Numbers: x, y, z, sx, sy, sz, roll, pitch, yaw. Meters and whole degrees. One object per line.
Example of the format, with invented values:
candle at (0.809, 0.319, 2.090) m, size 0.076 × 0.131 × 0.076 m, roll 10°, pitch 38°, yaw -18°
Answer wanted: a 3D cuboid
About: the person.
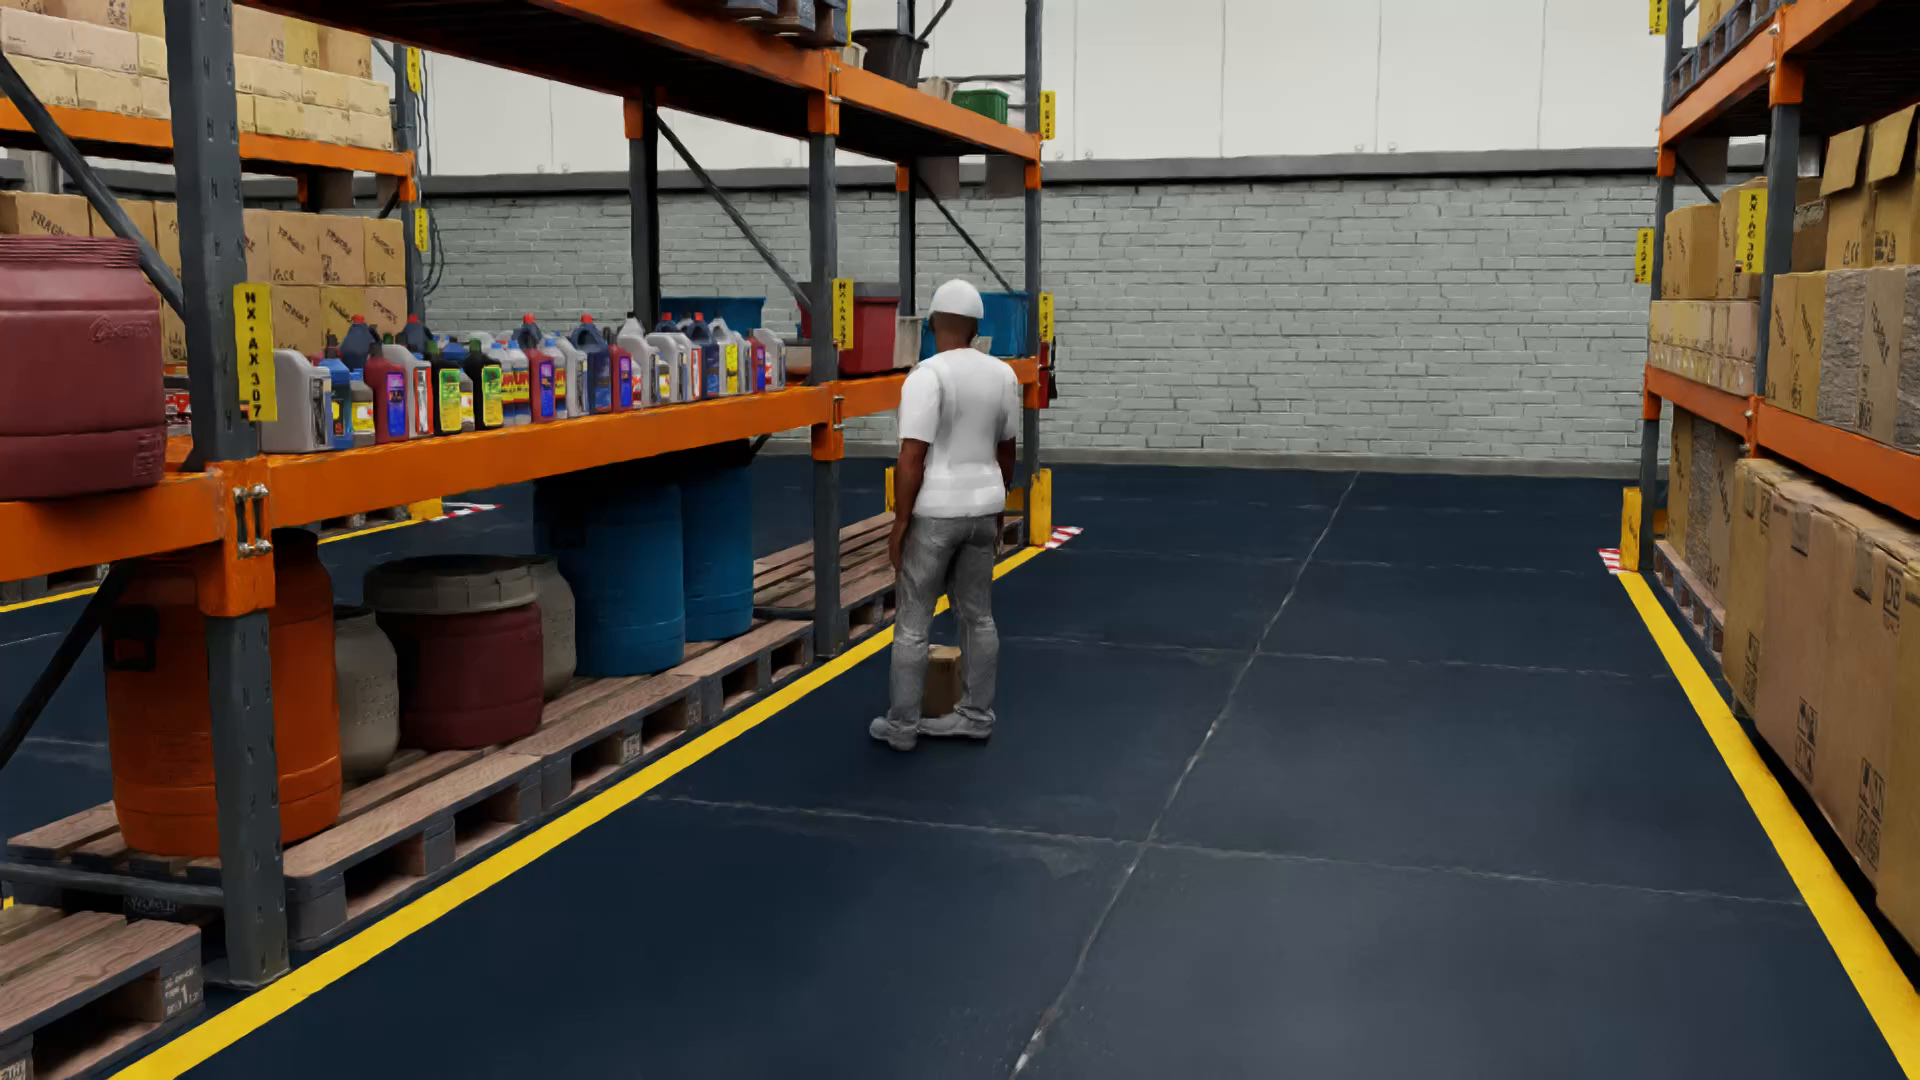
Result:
person at (-0.076, -0.101, 6.339) m, size 0.614 × 1.767 × 0.490 m, roll -7°, pitch 11°, yaw -39°
